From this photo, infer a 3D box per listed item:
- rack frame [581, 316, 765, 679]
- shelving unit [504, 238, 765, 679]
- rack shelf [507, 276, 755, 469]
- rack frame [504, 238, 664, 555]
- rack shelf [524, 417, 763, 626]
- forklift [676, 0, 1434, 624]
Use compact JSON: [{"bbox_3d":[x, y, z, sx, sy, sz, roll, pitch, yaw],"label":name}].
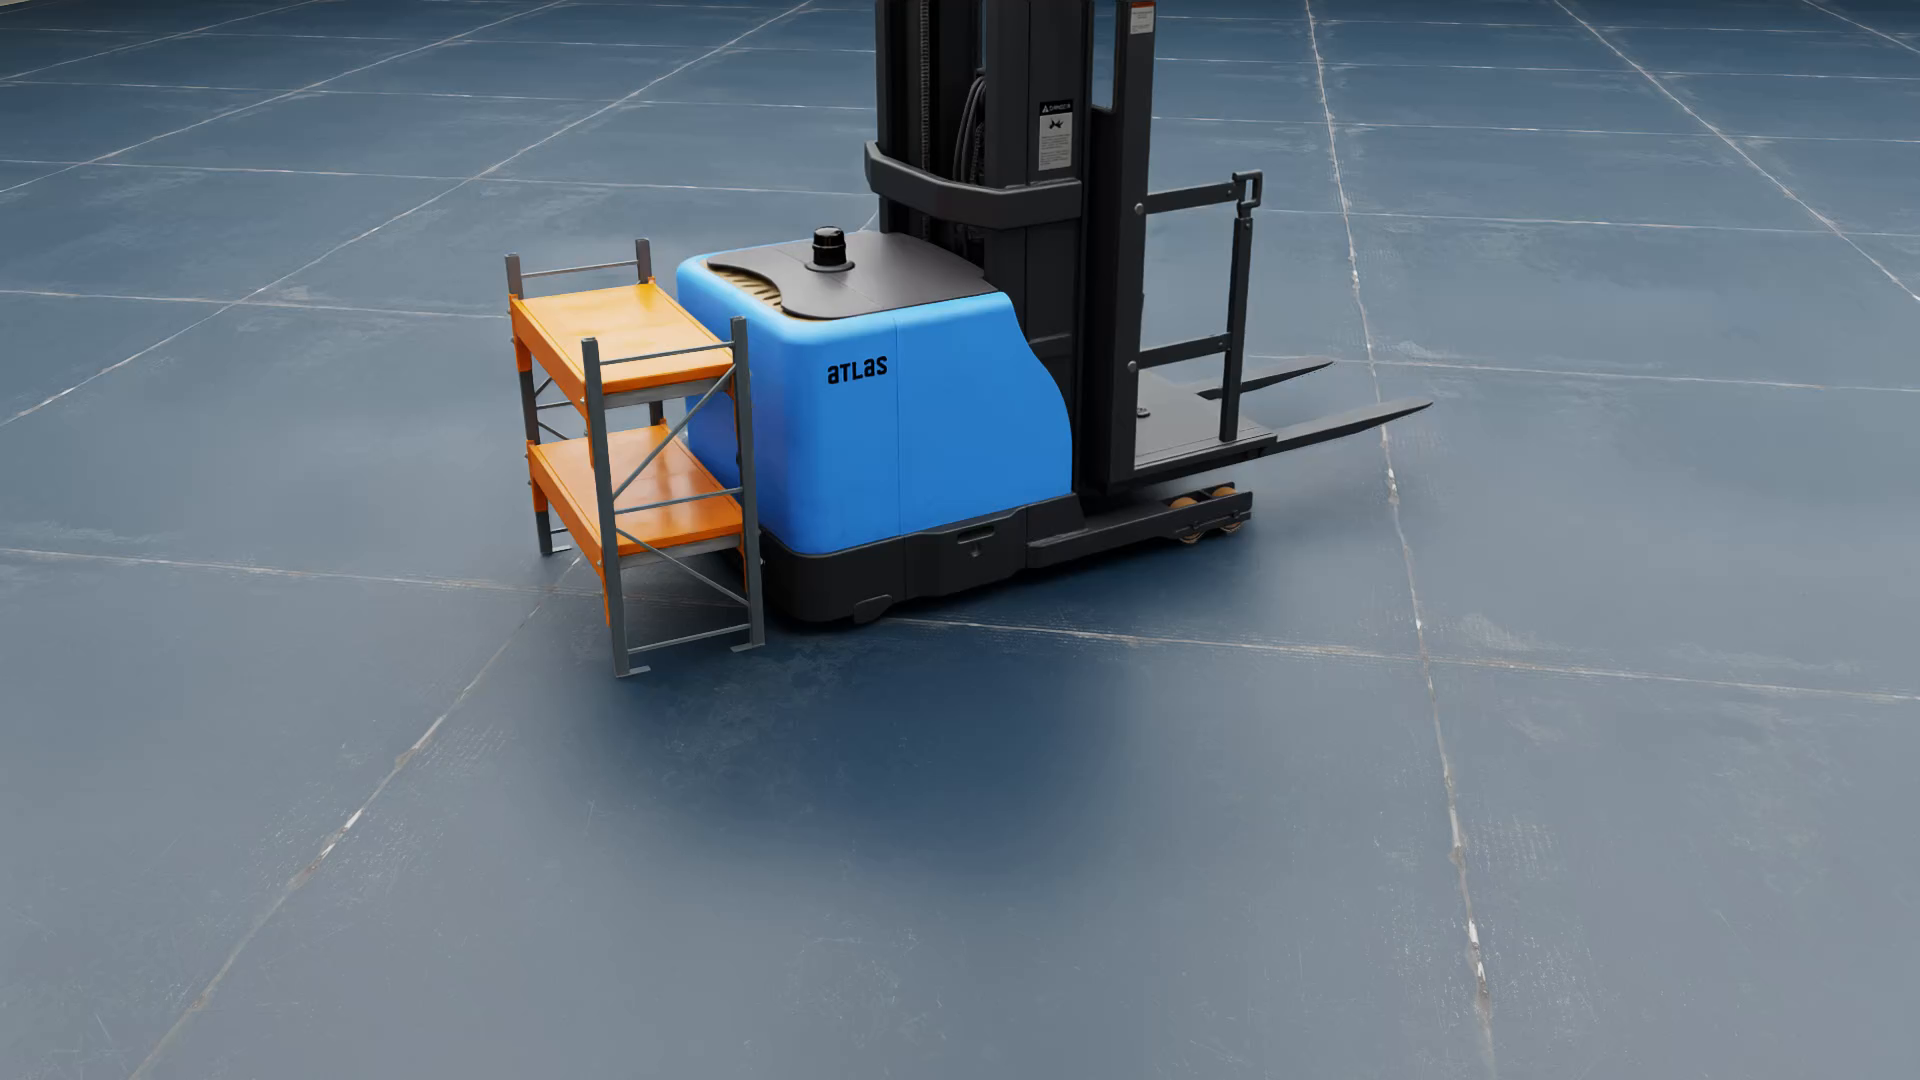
[{"bbox_3d":[-0.876,-0.119,5.178,0.500,1.125,0.032,-12,28,-24],"label":"rack frame"},{"bbox_3d":[-1.100,-0.313,5.591,0.538,1.125,1.048,-12,28,-24],"label":"shelving unit"},{"bbox_3d":[-1.100,-0.578,5.467,0.538,0.278,1.000,-12,28,-24],"label":"rack shelf"},{"bbox_3d":[-1.325,-0.506,6.004,0.500,1.125,0.032,-12,28,-24],"label":"rack frame"},{"bbox_3d":[-1.100,-0.091,5.695,0.538,0.278,1.000,-12,28,-24],"label":"rack shelf"},{"bbox_3d":[0.516,-1.495,5.986,3.031,2.935,1.130,-14,29,-28],"label":"forklift"}]
